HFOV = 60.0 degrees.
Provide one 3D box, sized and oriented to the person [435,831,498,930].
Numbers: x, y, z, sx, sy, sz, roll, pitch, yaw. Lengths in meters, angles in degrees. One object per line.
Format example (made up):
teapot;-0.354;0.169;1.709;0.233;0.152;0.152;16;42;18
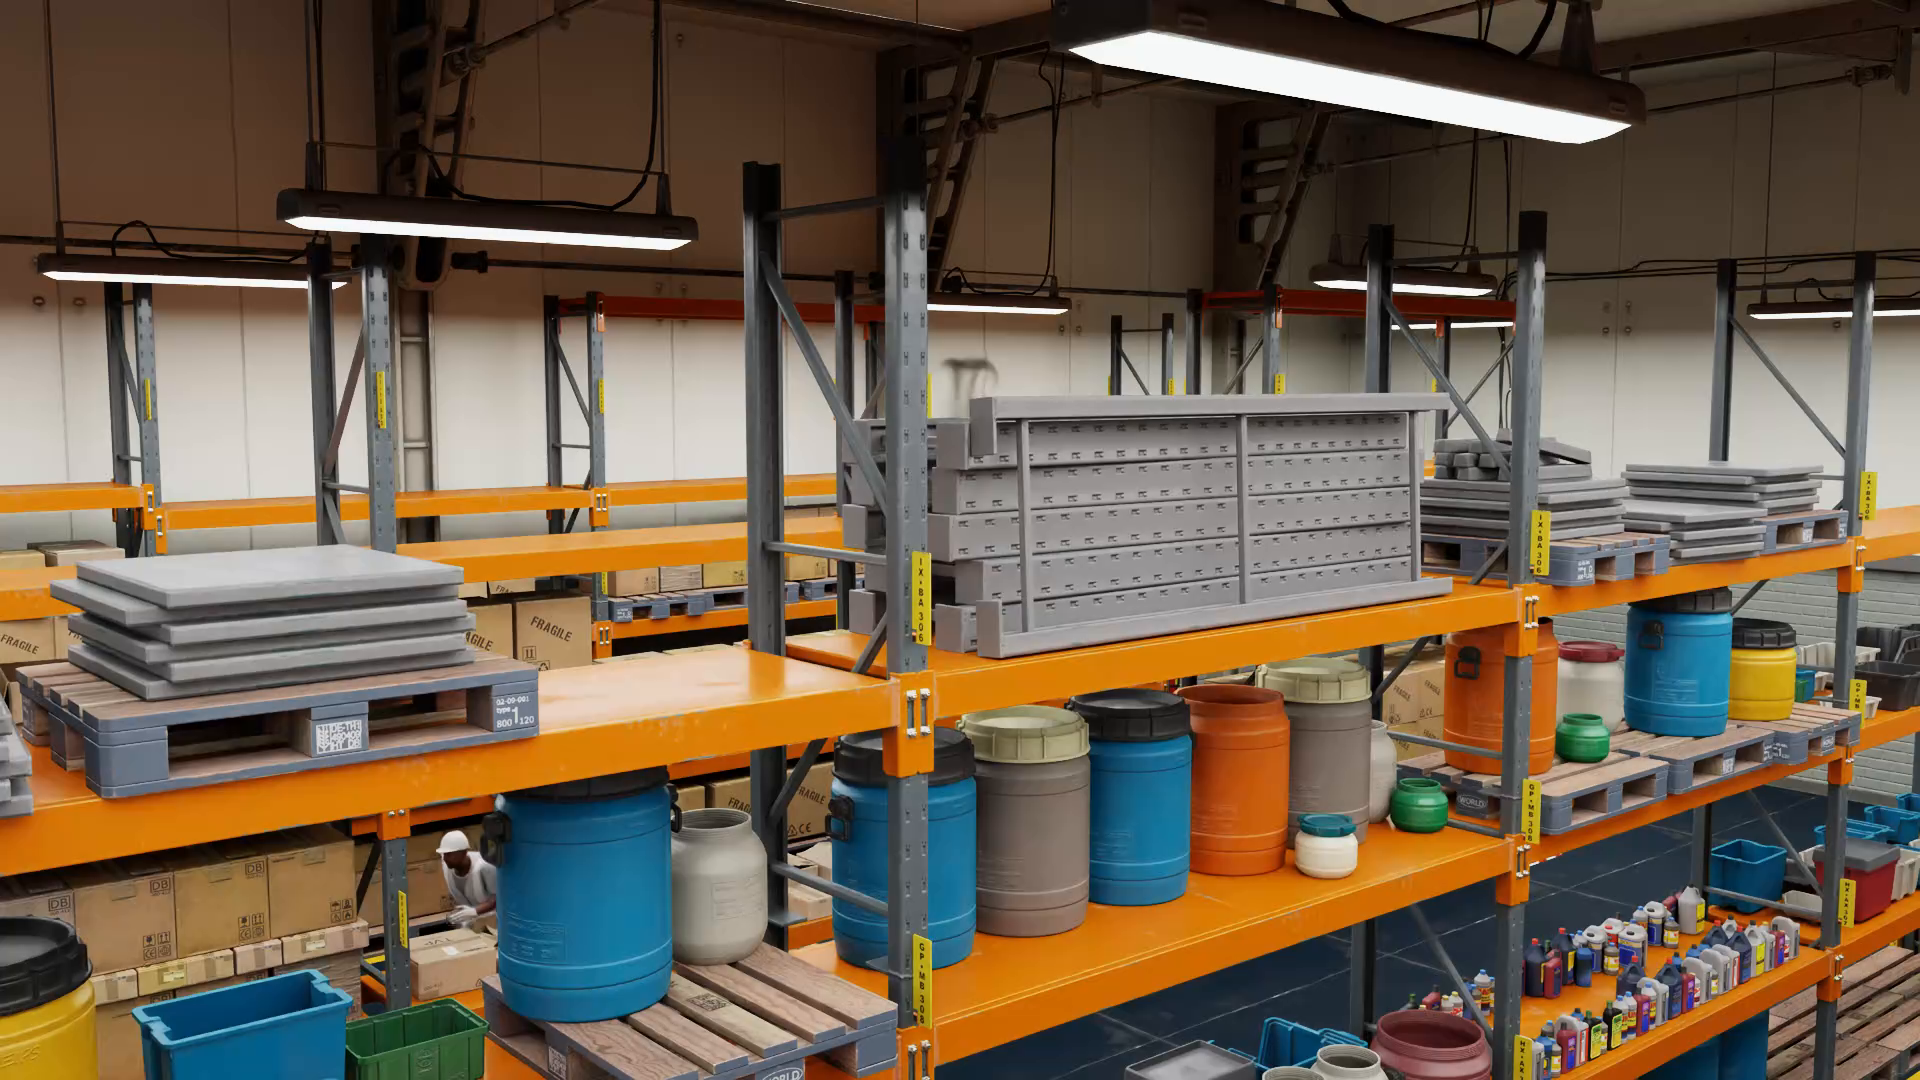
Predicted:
person;-3.949;3.079;13.499;0.715;1.590;0.820;3;6;25
